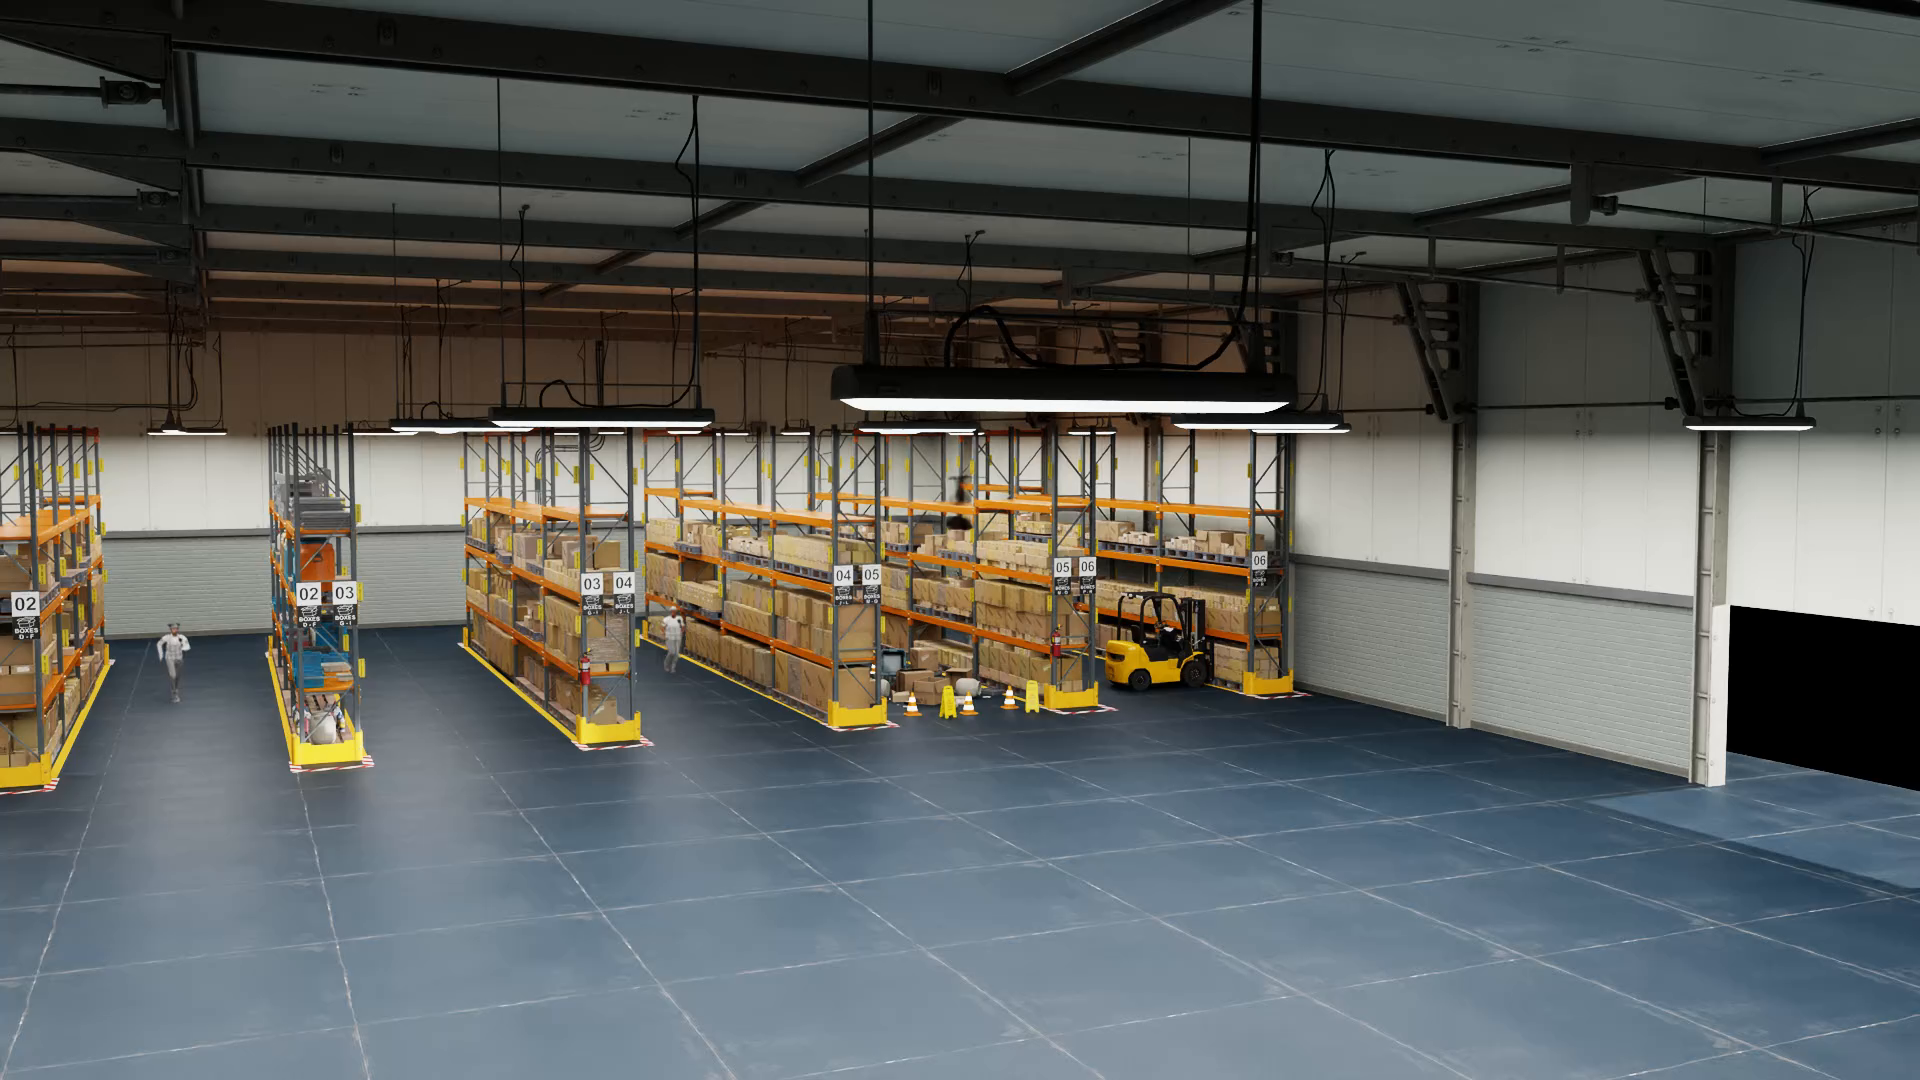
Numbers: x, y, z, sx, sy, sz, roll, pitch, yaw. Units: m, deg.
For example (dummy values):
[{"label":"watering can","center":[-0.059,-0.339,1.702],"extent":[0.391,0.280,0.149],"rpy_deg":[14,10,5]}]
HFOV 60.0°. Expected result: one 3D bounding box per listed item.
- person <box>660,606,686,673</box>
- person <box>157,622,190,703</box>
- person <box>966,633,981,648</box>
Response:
[{"label":"person","center":[-6.954,2.435,40.504],"extent":[0.587,1.621,0.583],"rpy_deg":[-2,4,-26]},{"label":"person","center":[-17.161,2.649,36.330],"extent":[0.581,1.737,0.851],"rpy_deg":[-3,5,-41]},{"label":"person","center":[0.382,2.243,43.943],"extent":[0.517,1.646,0.726],"rpy_deg":[-2,4,-24]}]
